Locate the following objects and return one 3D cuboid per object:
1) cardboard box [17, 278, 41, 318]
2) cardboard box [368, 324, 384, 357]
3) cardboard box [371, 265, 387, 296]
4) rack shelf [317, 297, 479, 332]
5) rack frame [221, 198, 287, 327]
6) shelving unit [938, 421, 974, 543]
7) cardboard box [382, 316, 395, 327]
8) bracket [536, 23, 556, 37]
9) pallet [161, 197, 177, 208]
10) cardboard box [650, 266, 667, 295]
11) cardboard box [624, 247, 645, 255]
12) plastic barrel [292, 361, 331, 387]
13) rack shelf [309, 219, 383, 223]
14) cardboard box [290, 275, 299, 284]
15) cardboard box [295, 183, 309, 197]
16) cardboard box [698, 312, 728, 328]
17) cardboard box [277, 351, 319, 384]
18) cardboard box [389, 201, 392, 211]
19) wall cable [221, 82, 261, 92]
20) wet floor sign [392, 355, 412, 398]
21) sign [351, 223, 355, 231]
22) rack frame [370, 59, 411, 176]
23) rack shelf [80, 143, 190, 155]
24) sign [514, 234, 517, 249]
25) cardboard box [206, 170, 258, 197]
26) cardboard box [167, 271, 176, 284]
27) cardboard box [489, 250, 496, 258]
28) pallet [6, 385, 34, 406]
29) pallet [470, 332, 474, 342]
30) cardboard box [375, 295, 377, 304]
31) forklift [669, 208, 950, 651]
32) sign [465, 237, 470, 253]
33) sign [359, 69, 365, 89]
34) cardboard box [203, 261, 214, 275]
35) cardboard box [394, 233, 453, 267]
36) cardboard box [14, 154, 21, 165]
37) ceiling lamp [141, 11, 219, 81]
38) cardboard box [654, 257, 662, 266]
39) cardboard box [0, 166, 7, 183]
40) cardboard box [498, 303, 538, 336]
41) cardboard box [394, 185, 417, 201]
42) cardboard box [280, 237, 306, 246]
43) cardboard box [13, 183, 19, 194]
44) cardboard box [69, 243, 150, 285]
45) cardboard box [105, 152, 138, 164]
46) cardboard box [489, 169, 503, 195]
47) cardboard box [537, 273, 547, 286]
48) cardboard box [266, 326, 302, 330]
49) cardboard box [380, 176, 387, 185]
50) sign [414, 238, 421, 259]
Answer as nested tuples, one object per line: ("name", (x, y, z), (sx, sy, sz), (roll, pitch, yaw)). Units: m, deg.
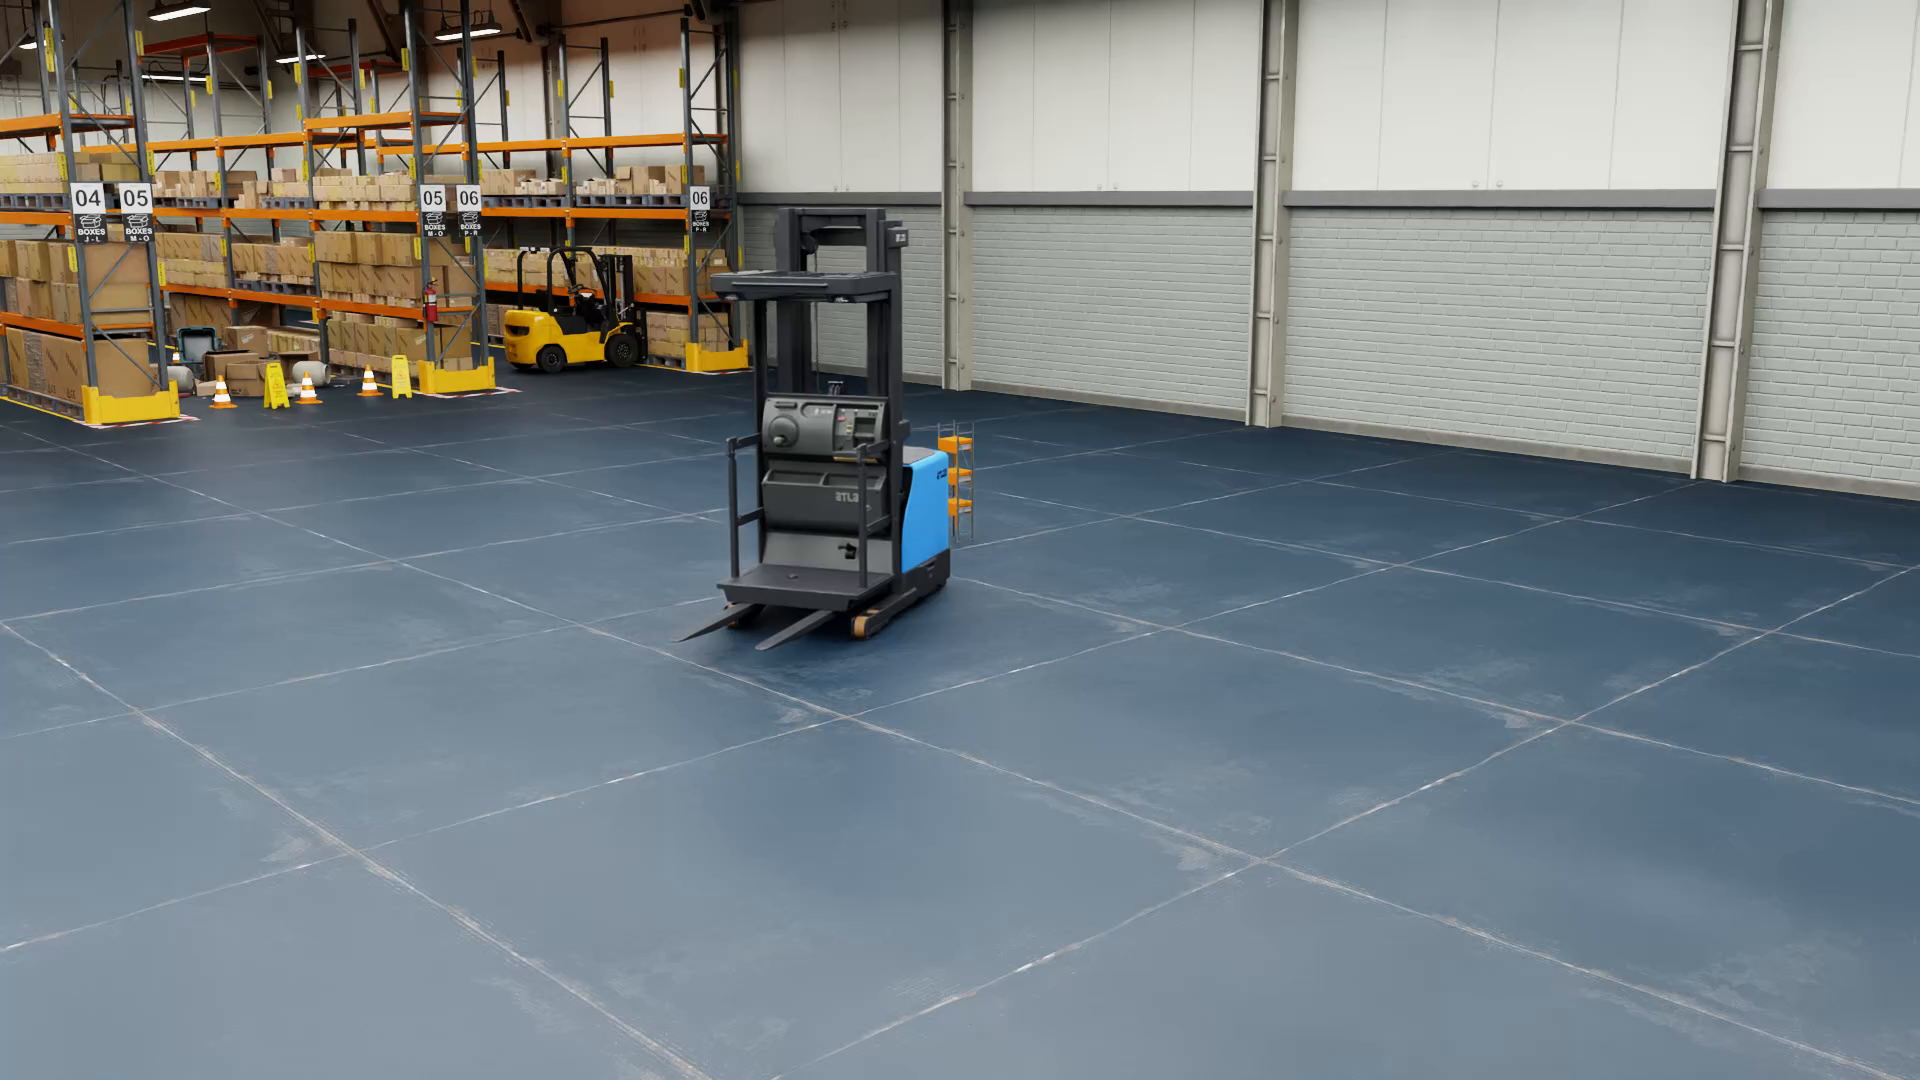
("cardboard box", (-13.274, -3.575, 24.460), (0.875, 0.550, 0.550), (-11, 16, -43))
("cardboard box", (-9.396, -3.304, 27.431), (0.500, 0.500, 0.500), (11, 16, 44))
("cardboard box", (-9.208, -4.230, 27.024), (0.500, 0.500, 0.500), (-11, 16, -43))
("rack shelf", (-9.329, -3.787, 27.640), (1.077, 0.370, 4.000), (-11, 16, -43))
("rack frame", (-13.473, -5.015, 31.818), (1.000, 3.000, 0.127), (-11, 16, -43))
("shelving unit", (-0.037, -0.522, 14.843), (0.215, 1.050, 0.252), (-11, 16, -43))
("cardboard box", (-9.164, -3.553, 27.031), (0.380, 0.149, 0.250), (-11, 16, -42))
("bracket", (-8.303, -10.233, 33.361), (0.235, 0.232, 0.430), (-11, 16, -43))
("pallet", (-15.566, -6.847, 33.752), (1.217, 0.209, 0.805), (11, 16, 43))
("cardboard box", (-5.242, -4.701, 30.046), (0.500, 0.500, 0.500), (-10, 15, -41))
("cardboard box", (-5.986, -5.337, 30.789), (0.380, 0.149, 0.250), (-11, 16, -42))
("plastic barrel", (-10.470, -2.676, 26.850), (0.512, 0.421, 0.421), (-1, 12, -4))
("rack shelf", (-14.029, -7.699, 39.198), (1.077, 0.370, 4.000), (-11, 16, -43))
("cardboard box", (-11.639, -4.624, 29.502), (0.380, 0.149, 0.250), (-11, 16, -43))
("cardboard box", (-11.219, -6.097, 28.970), (0.500, 0.250, 0.500), (-11, 16, -44))
("cardboard box", (-4.556, -3.985, 30.114), (0.500, 0.250, 0.500), (-11, 16, -43))
("cardboard box", (-10.955, -2.862, 27.557), (0.500, 0.500, 0.500), (-1, 12, -4))
("cardboard box", (-8.878, -5.328, 26.527), (0.380, 0.149, 0.250), (-11, 16, -42))
("wall cable", (-18.382, -13.539, 44.542), (2.988, 3.039, 0.133), (-11, 16, -43))
("wet floor sign", (-8.591, -2.517, 25.530), (0.267, 0.644, 0.232), (-5, 13, -23))
("sign", (-14.995, -7.671, 41.057), (0.100, 0.325, 0.005), (-11, 16, -43))
("rack frame", (-12.648, -9.229, 37.406), (1.000, 3.000, 0.127), (-11, 16, -43))
("rack shelf", (-17.616, -8.280, 35.576), (1.077, 0.370, 4.000), (-11, 16, -43))
("sign", (-9.486, -6.352, 35.439), (0.100, 0.325, 0.005), (-11, 16, -43))
("cardboard box", (-13.842, -6.774, 31.628), (0.637, 0.503, 0.797), (11, 16, 42))
("cardboard box", (-15.764, -5.349, 33.811), (0.500, 0.250, 0.500), (11, 16, 44))
("cardboard box", (-9.497, -5.913, 34.324), (0.380, 0.149, 0.250), (-10, 16, -41))
("pallet", (-13.752, -2.239, 25.255), (1.003, 0.211, 1.213), (-11, 16, -43))
("pallet", (-10.374, -4.455, 36.014), (1.003, 0.211, 1.213), (-11, 16, -43))
("cardboard box", (-9.403, -3.975, 27.393), (0.380, 0.149, 0.250), (-11, 16, -43))
("forklift", (-1.047, -0.837, 11.709), (1.130, 2.935, 3.031), (4, 12, 19))
("sign", (-10.271, -6.158, 34.695), (0.100, 0.325, 0.005), (-11, 16, -43))
("sign", (-10.305, -7.938, 28.631), (0.100, 0.325, 0.005), (-11, 16, -43))
("cardboard box", (-14.348, -5.296, 32.315), (0.500, 0.250, 0.500), (11, 16, 44))
("cardboard box", (-8.459, -4.576, 26.224), (0.500, 0.500, 0.700), (11, 16, 44))
("cardboard box", (-13.165, -5.395, 23.589), (0.380, 0.149, 0.250), (-11, 16, -43))
("ceiling lamp", (-18.945, -12.738, 39.975), (2.000, 3.185, 0.800), (-11, 16, -43))
("cardboard box", (-5.299, -5.035, 30.061), (0.380, 0.149, 0.250), (-11, 16, -43))
("cardboard box", (-13.736, -5.339, 24.303), (0.500, 0.250, 0.500), (-11, 16, -43))
("cardboard box", (-9.008, -4.562, 34.467), (0.875, 0.625, 0.625), (-10, 15, -41))
("cardboard box", (-8.497, -5.426, 26.014), (0.500, 0.250, 0.500), (-11, 16, -43))
("cardboard box", (-11.884, -5.320, 29.669), (0.250, 0.149, 0.380), (11, 16, 43))
("cardboard box", (-13.335, -5.041, 23.846), (0.380, 0.149, 0.250), (-11, 16, -43))
("cardboard box", (-11.687, -3.805, 22.896), (0.875, 0.550, 0.550), (-11, 16, -43))
("cardboard box", (-11.459, -5.227, 22.773), (0.380, 0.149, 0.250), (-11, 16, -42))
("cardboard box", (-9.141, -7.280, 33.845), (0.700, 0.500, 0.500), (-11, 16, -44))
("cardboard box", (-8.012, -5.159, 32.892), (0.500, 0.250, 0.500), (-11, 16, -43))
("cardboard box", (-13.090, -3.849, 31.634), (0.625, 0.372, 0.950), (10, 16, 41))
("cardboard box", (-9.037, -5.751, 26.603), (0.380, 0.149, 0.250), (-11, 16, -43))
("sign", (-8.364, -4.495, 25.641), (0.100, 0.325, 0.005), (-11, 16, -43))
